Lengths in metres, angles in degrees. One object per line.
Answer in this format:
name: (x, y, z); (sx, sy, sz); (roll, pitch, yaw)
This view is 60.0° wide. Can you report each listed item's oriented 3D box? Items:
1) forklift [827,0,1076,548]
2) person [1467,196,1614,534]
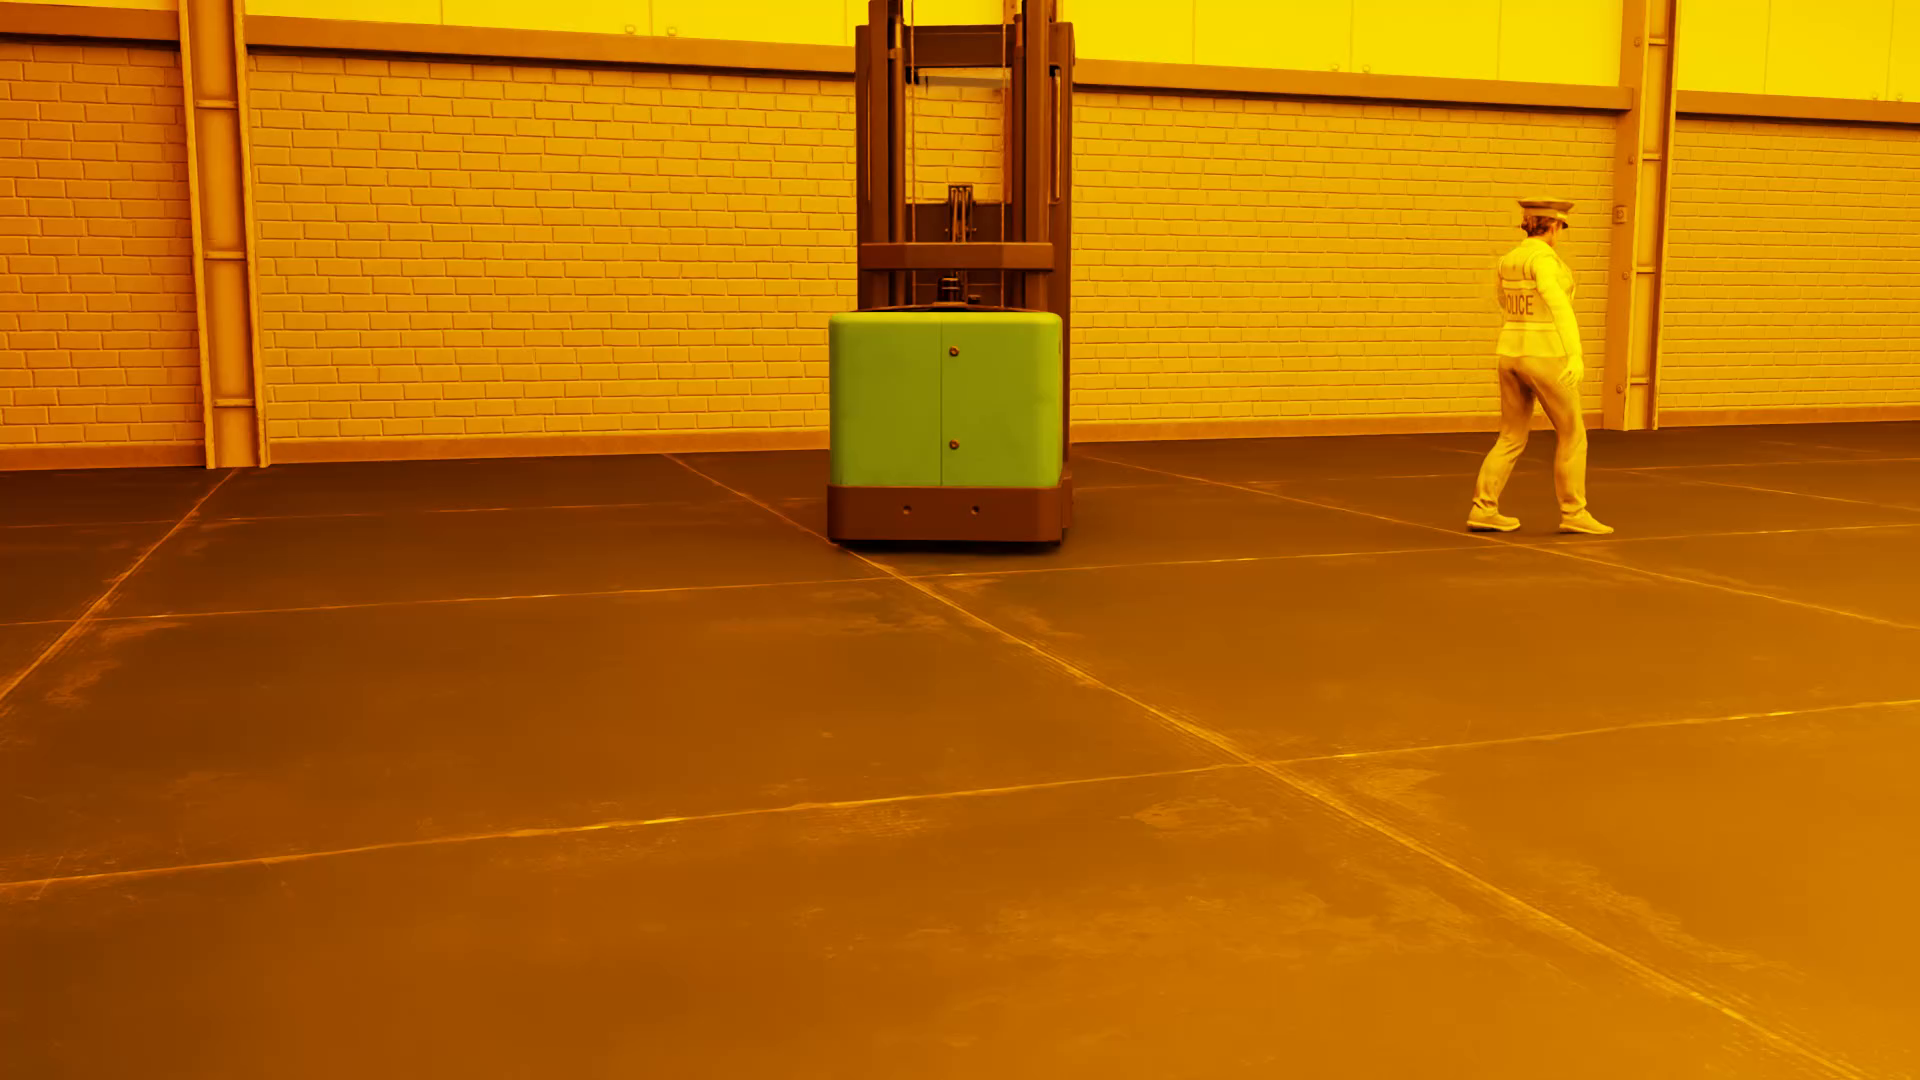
forklift: (0.042, -1.581, 8.673); (1.130, 2.935, 3.031); (1, 8, 5)
person: (2.881, -0.837, 8.109); (0.694, 1.652, 0.901); (-2, 8, -16)
